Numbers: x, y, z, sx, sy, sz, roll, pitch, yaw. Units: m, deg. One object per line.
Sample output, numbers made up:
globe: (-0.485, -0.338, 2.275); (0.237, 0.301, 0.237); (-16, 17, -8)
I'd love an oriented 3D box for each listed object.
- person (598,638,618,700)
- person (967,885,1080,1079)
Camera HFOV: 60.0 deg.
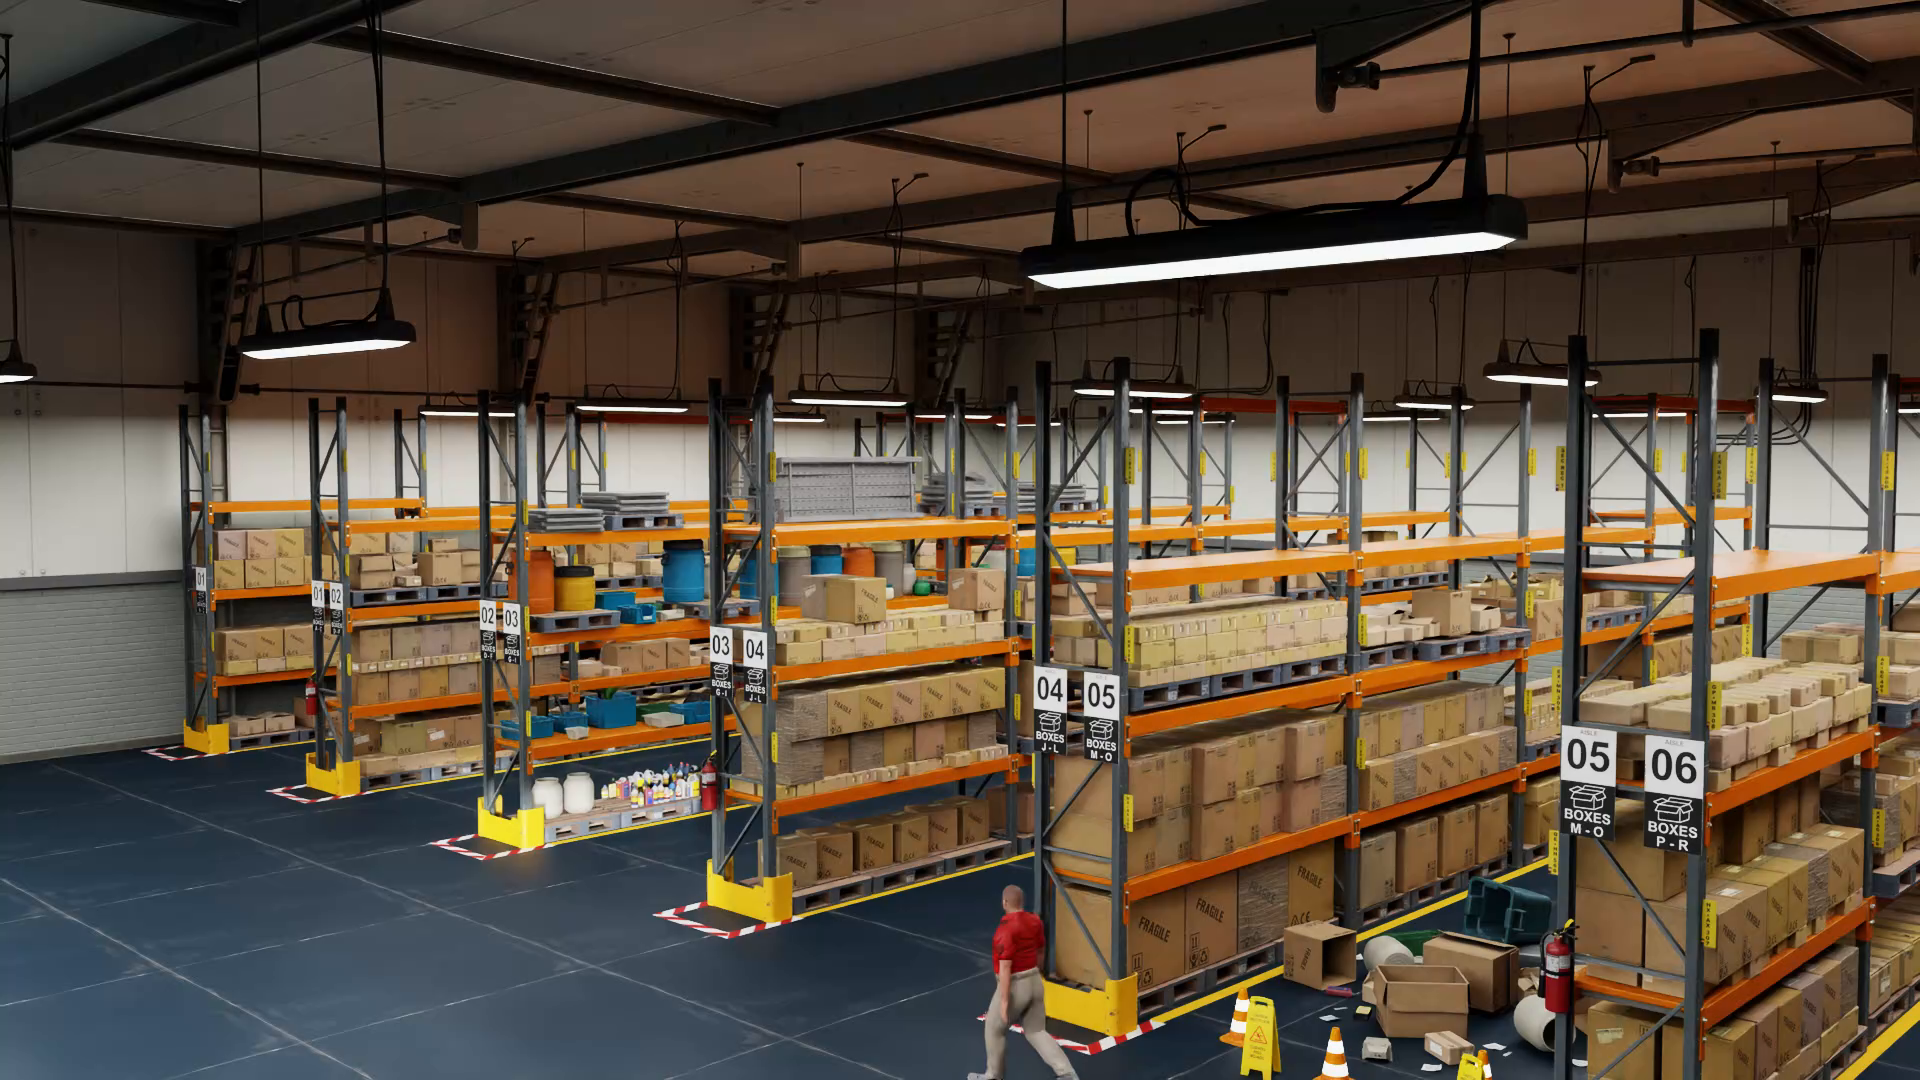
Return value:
person: (-6.696, 2.616, 31.848); (0.632, 1.782, 0.808); (1, 3, 18)
person: (0.508, 3.606, 13.318); (0.986, 1.684, 0.570); (2, 4, 38)
